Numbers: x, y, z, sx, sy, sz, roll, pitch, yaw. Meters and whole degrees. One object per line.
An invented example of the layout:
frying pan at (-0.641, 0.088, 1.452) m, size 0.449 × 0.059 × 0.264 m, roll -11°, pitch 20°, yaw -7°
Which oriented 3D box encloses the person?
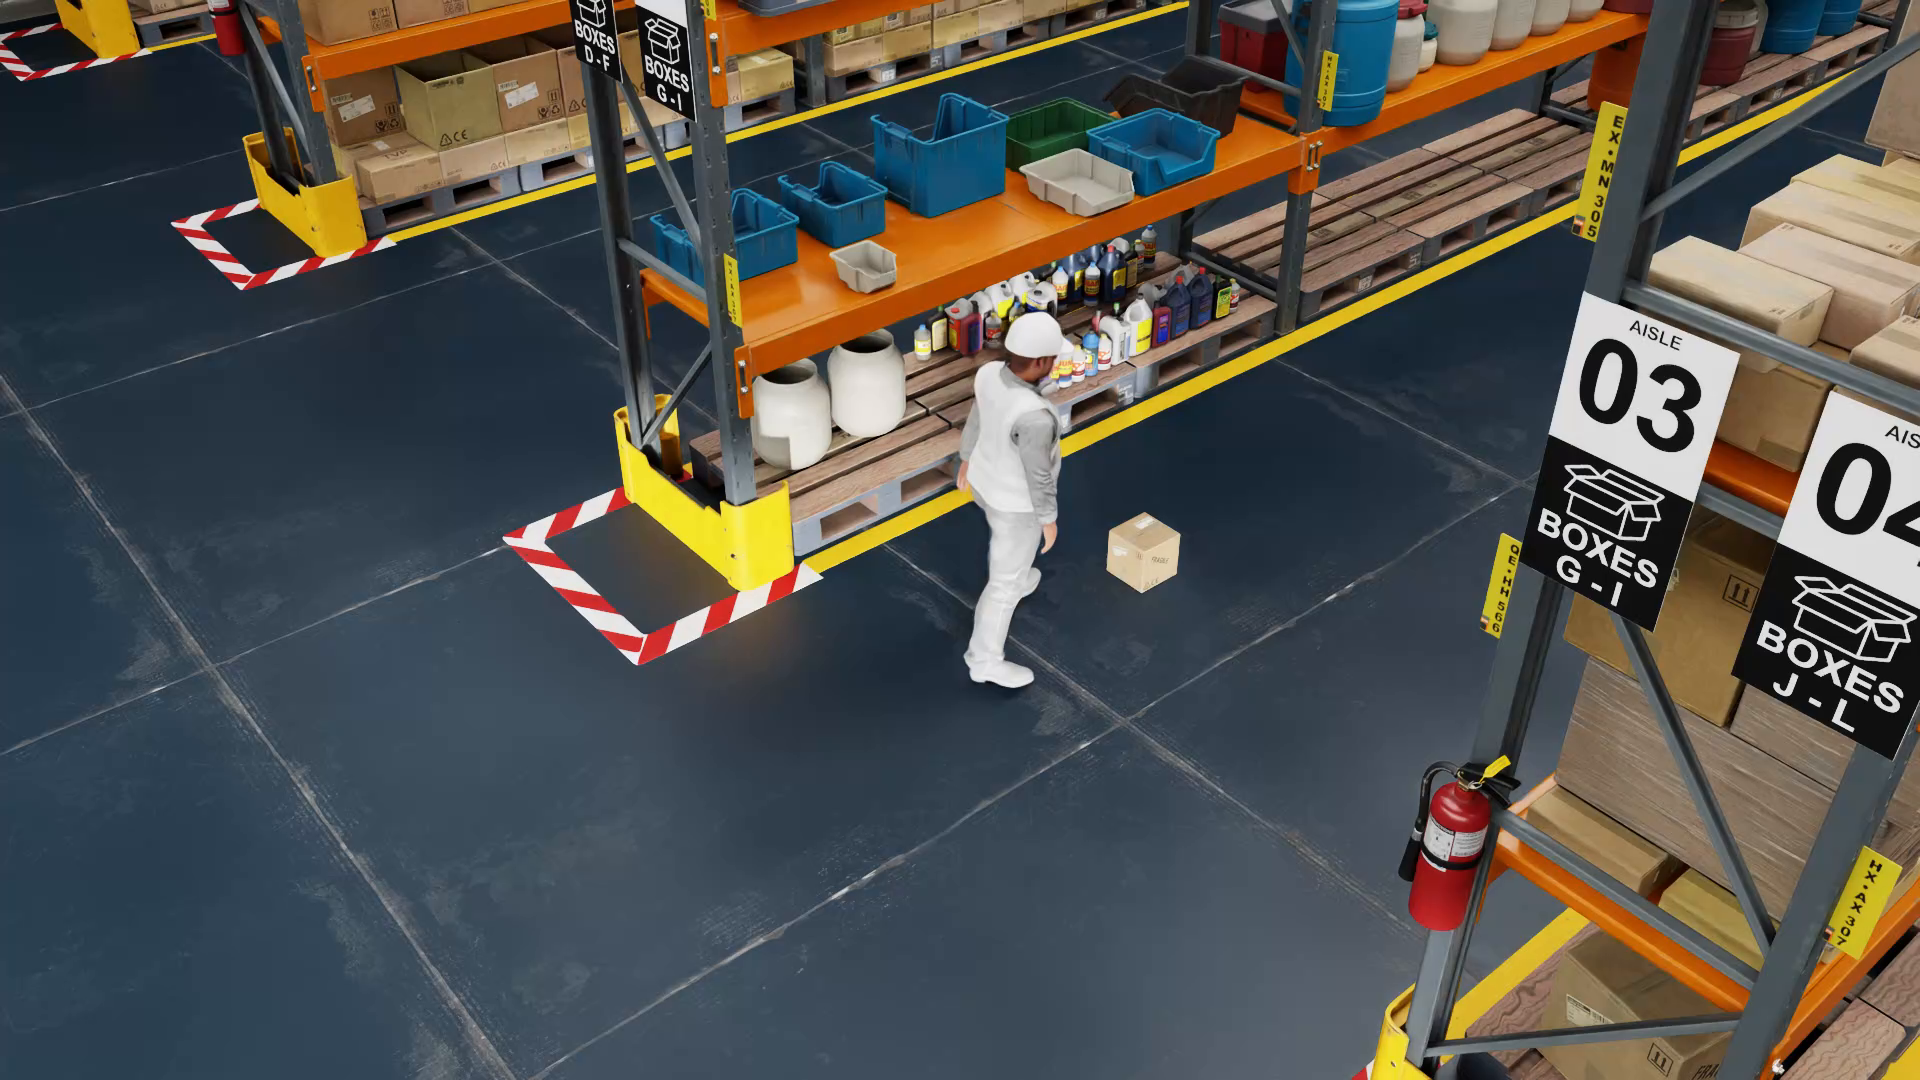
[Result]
person at (0.241, -0.248, 7.378) m, size 0.643 × 1.753 × 0.711 m, roll -16°, pitch 39°, yaw -21°
